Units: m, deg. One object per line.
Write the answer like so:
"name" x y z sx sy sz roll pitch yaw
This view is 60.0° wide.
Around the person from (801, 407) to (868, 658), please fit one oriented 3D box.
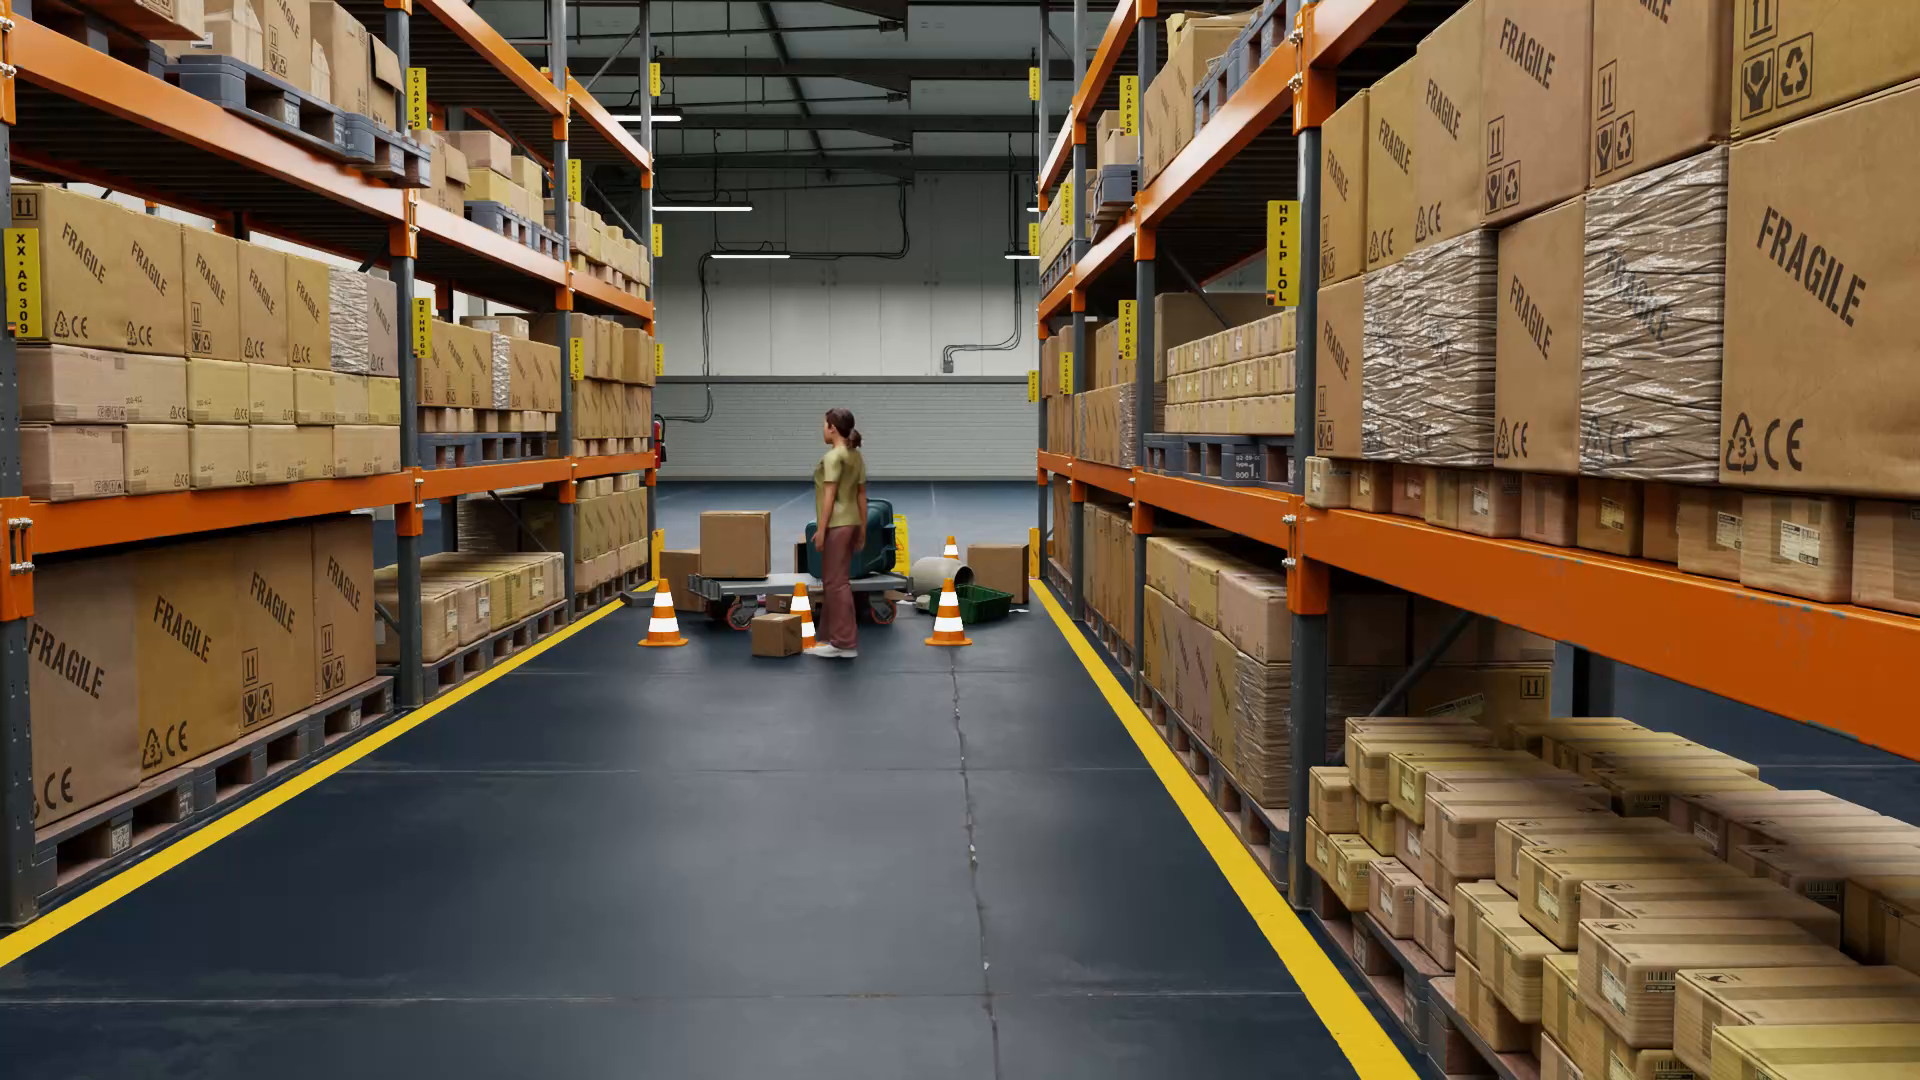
"person" -0.895 -0.036 11.132 0.519 1.703 0.471 1 4 19
